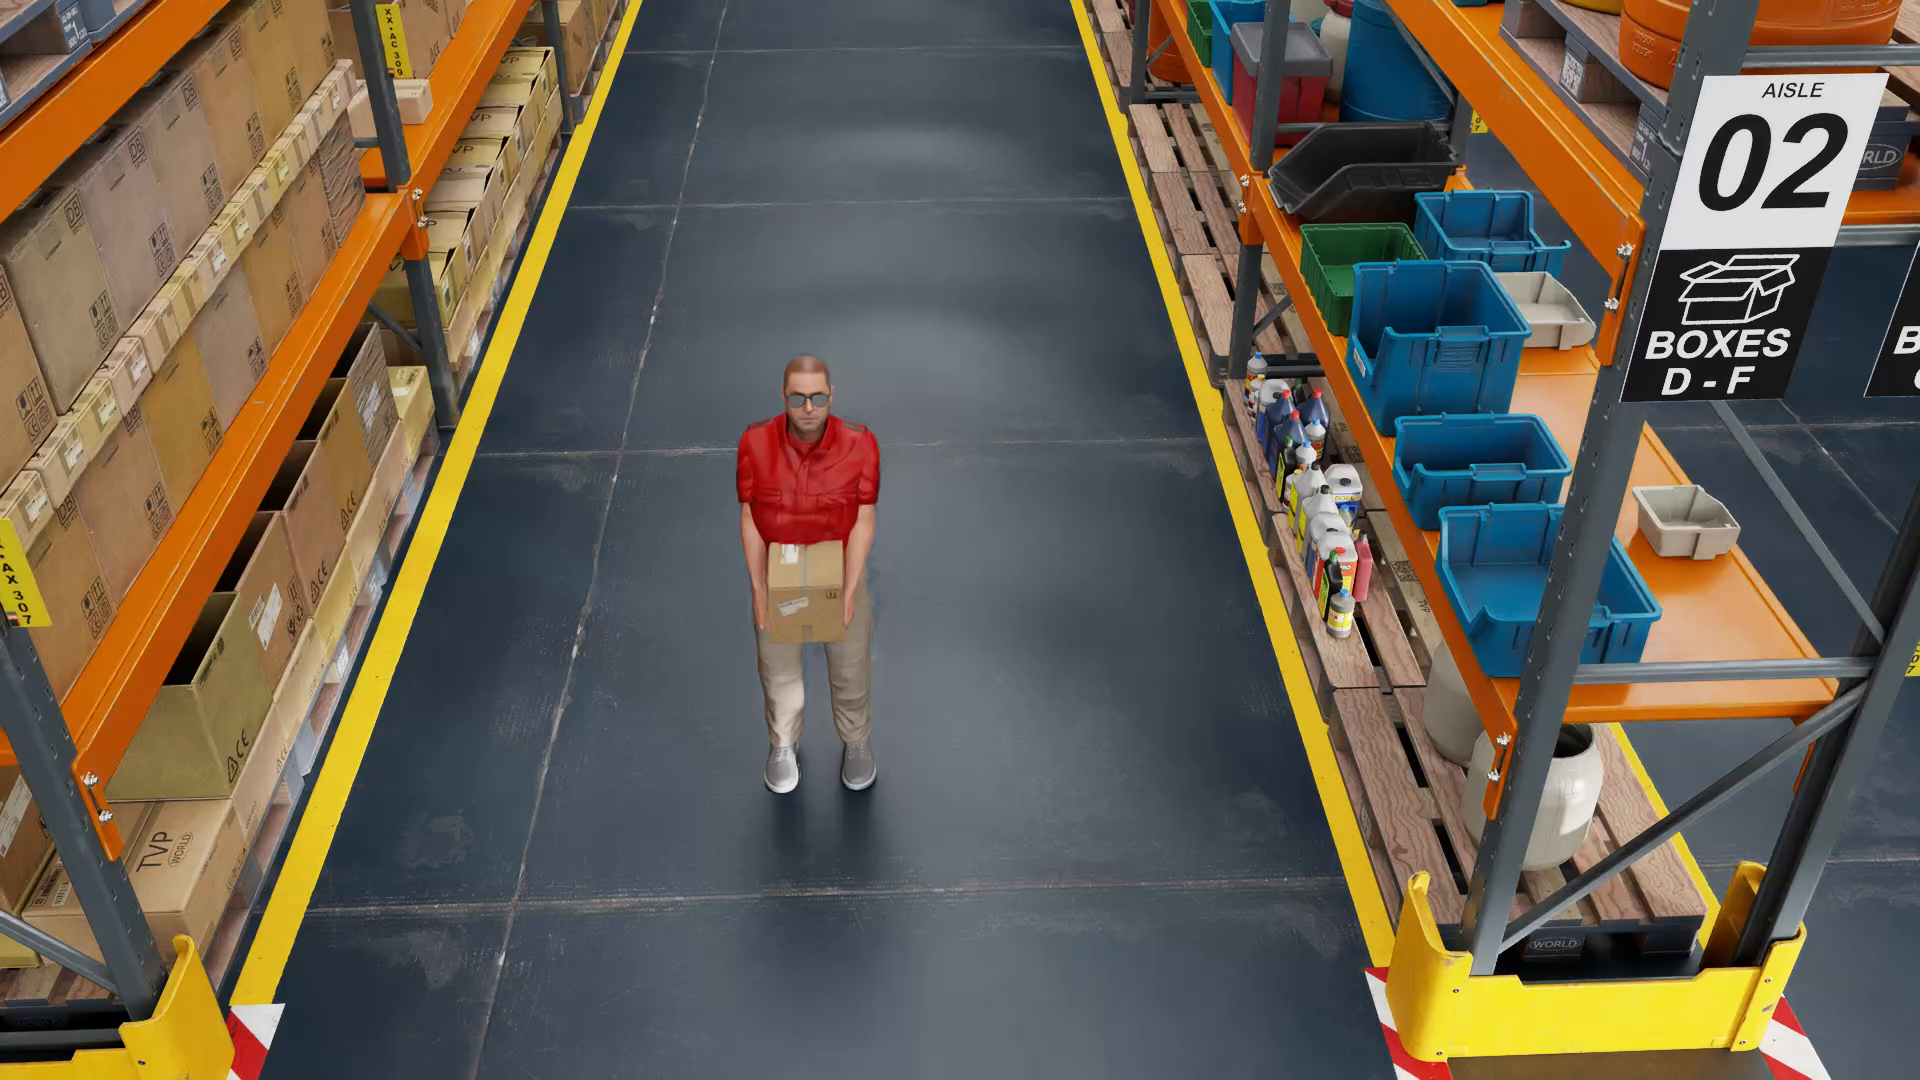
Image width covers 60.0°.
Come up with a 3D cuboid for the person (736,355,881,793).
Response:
[{"bbox_3d":[-0.520,0.195,5.884,0.499,1.720,0.529,0,35,0],"label":"person"}]
